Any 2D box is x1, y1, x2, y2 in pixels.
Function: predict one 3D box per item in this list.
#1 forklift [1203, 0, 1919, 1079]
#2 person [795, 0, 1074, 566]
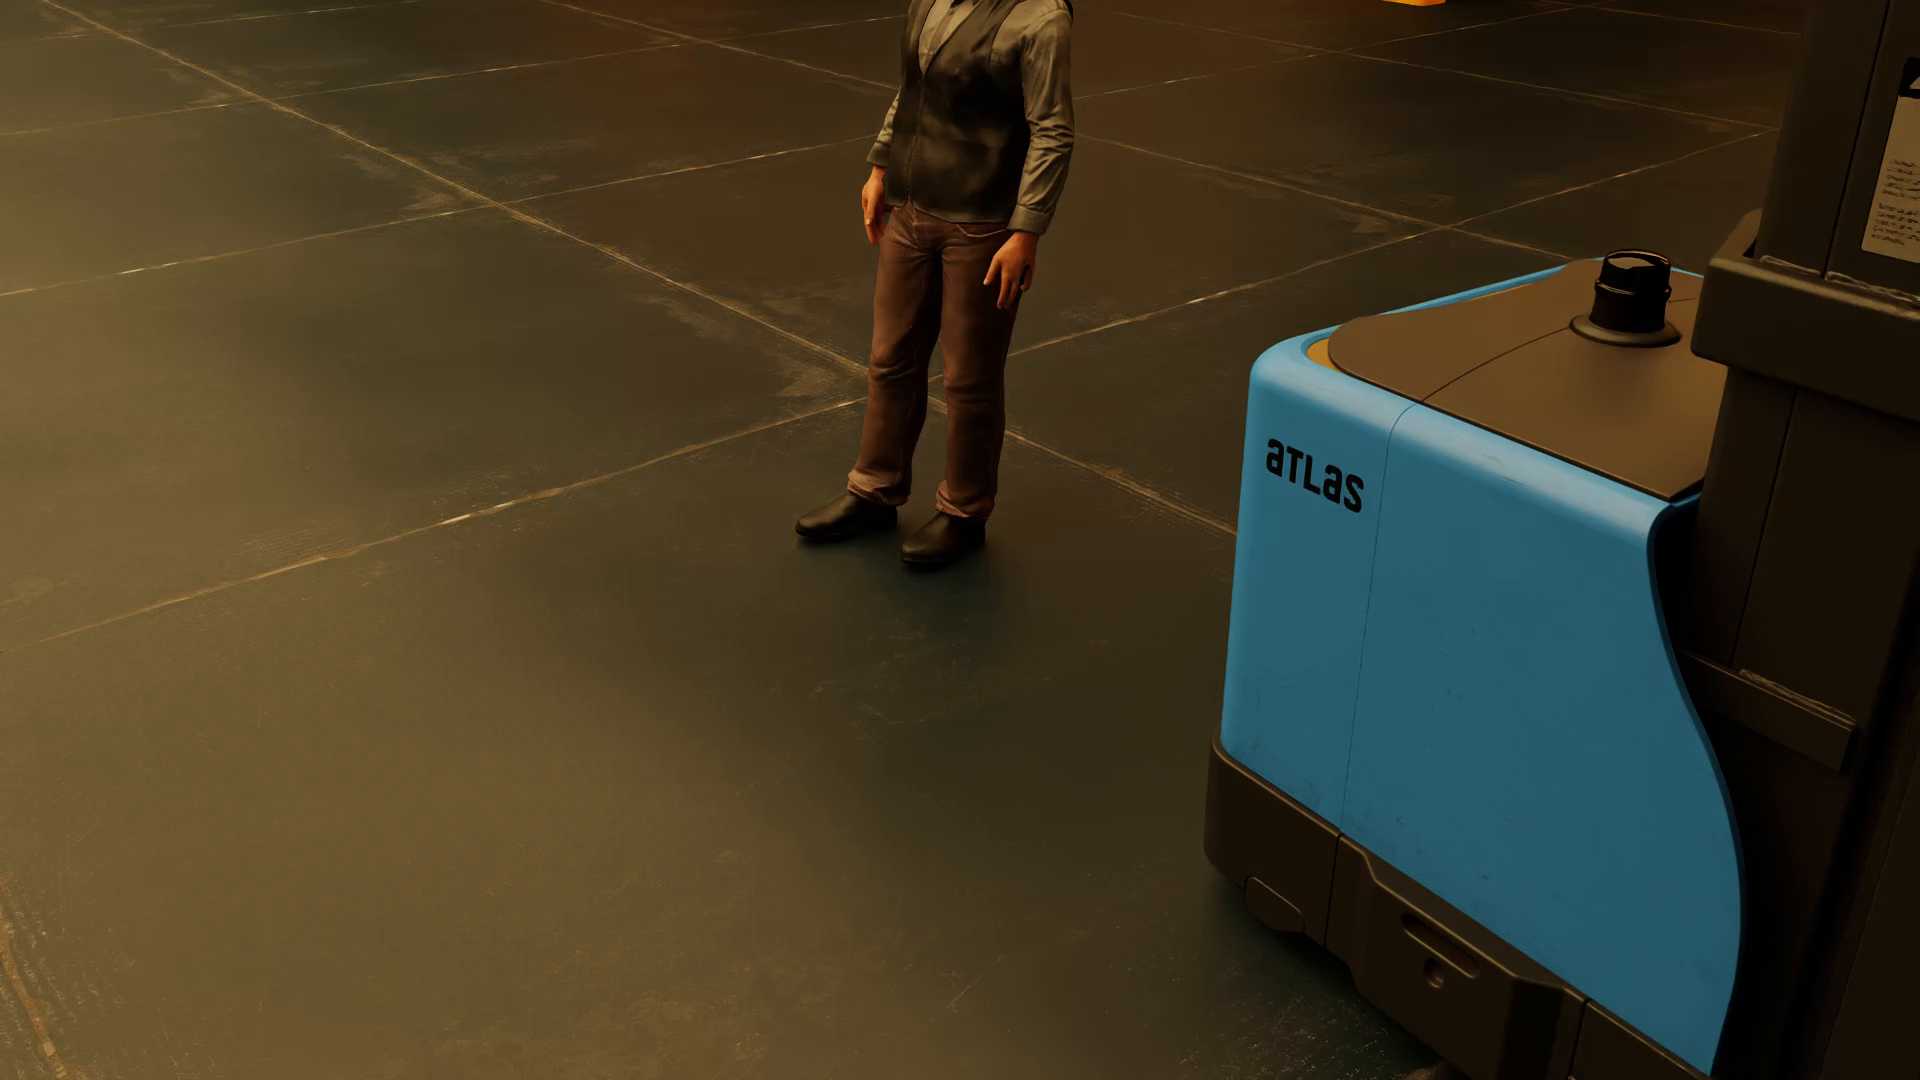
[{"bbox_3d":[1.715,-0.254,1.715,1.130,2.935,3.031,-17,31,-31],"label":"forklift"},{"bbox_3d":[-0.053,-0.763,4.085,0.568,1.721,0.633,-20,33,-35],"label":"person"}]
